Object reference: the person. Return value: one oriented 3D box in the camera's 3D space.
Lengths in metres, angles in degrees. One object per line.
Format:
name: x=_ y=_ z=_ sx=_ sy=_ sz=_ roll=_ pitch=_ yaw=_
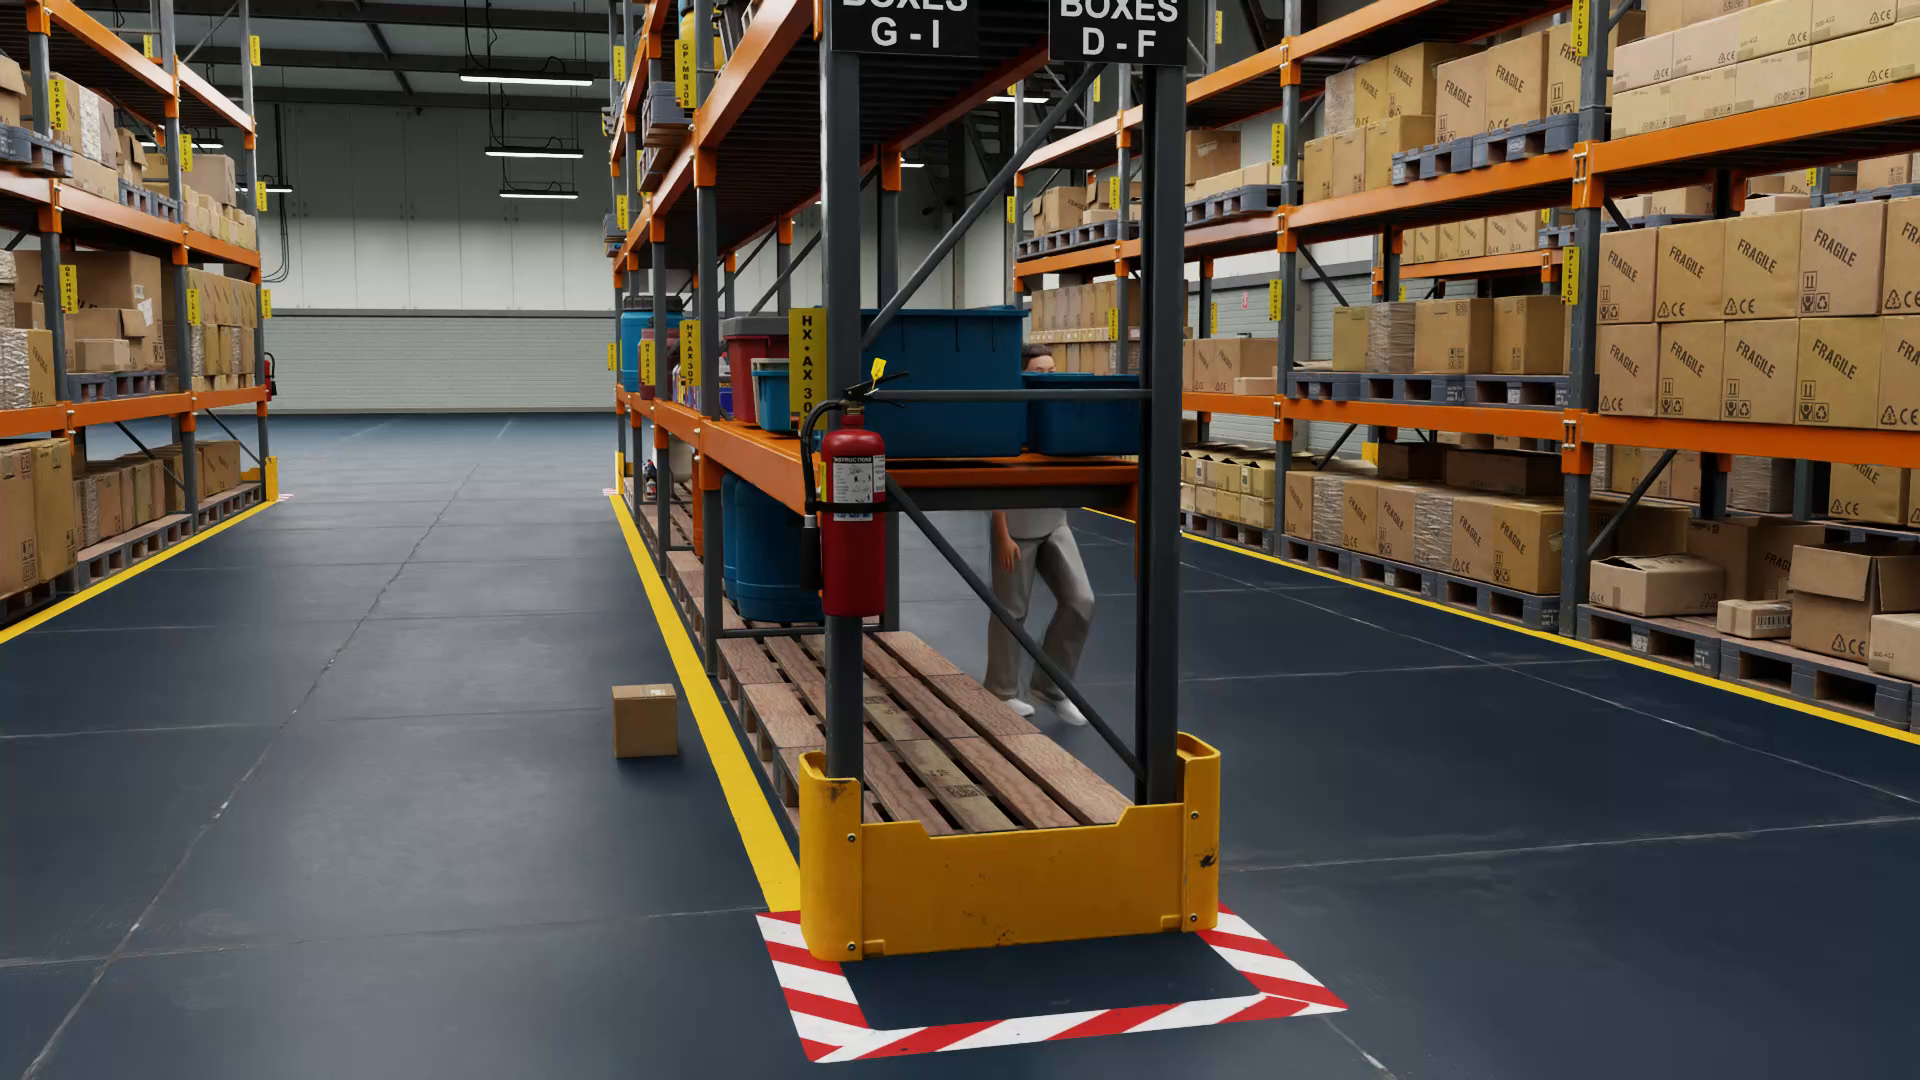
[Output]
person: x=0.283 y=-0.009 z=7.257 sx=0.472 sy=1.660 sz=0.536 roll=-5 pitch=8 yaw=-37
